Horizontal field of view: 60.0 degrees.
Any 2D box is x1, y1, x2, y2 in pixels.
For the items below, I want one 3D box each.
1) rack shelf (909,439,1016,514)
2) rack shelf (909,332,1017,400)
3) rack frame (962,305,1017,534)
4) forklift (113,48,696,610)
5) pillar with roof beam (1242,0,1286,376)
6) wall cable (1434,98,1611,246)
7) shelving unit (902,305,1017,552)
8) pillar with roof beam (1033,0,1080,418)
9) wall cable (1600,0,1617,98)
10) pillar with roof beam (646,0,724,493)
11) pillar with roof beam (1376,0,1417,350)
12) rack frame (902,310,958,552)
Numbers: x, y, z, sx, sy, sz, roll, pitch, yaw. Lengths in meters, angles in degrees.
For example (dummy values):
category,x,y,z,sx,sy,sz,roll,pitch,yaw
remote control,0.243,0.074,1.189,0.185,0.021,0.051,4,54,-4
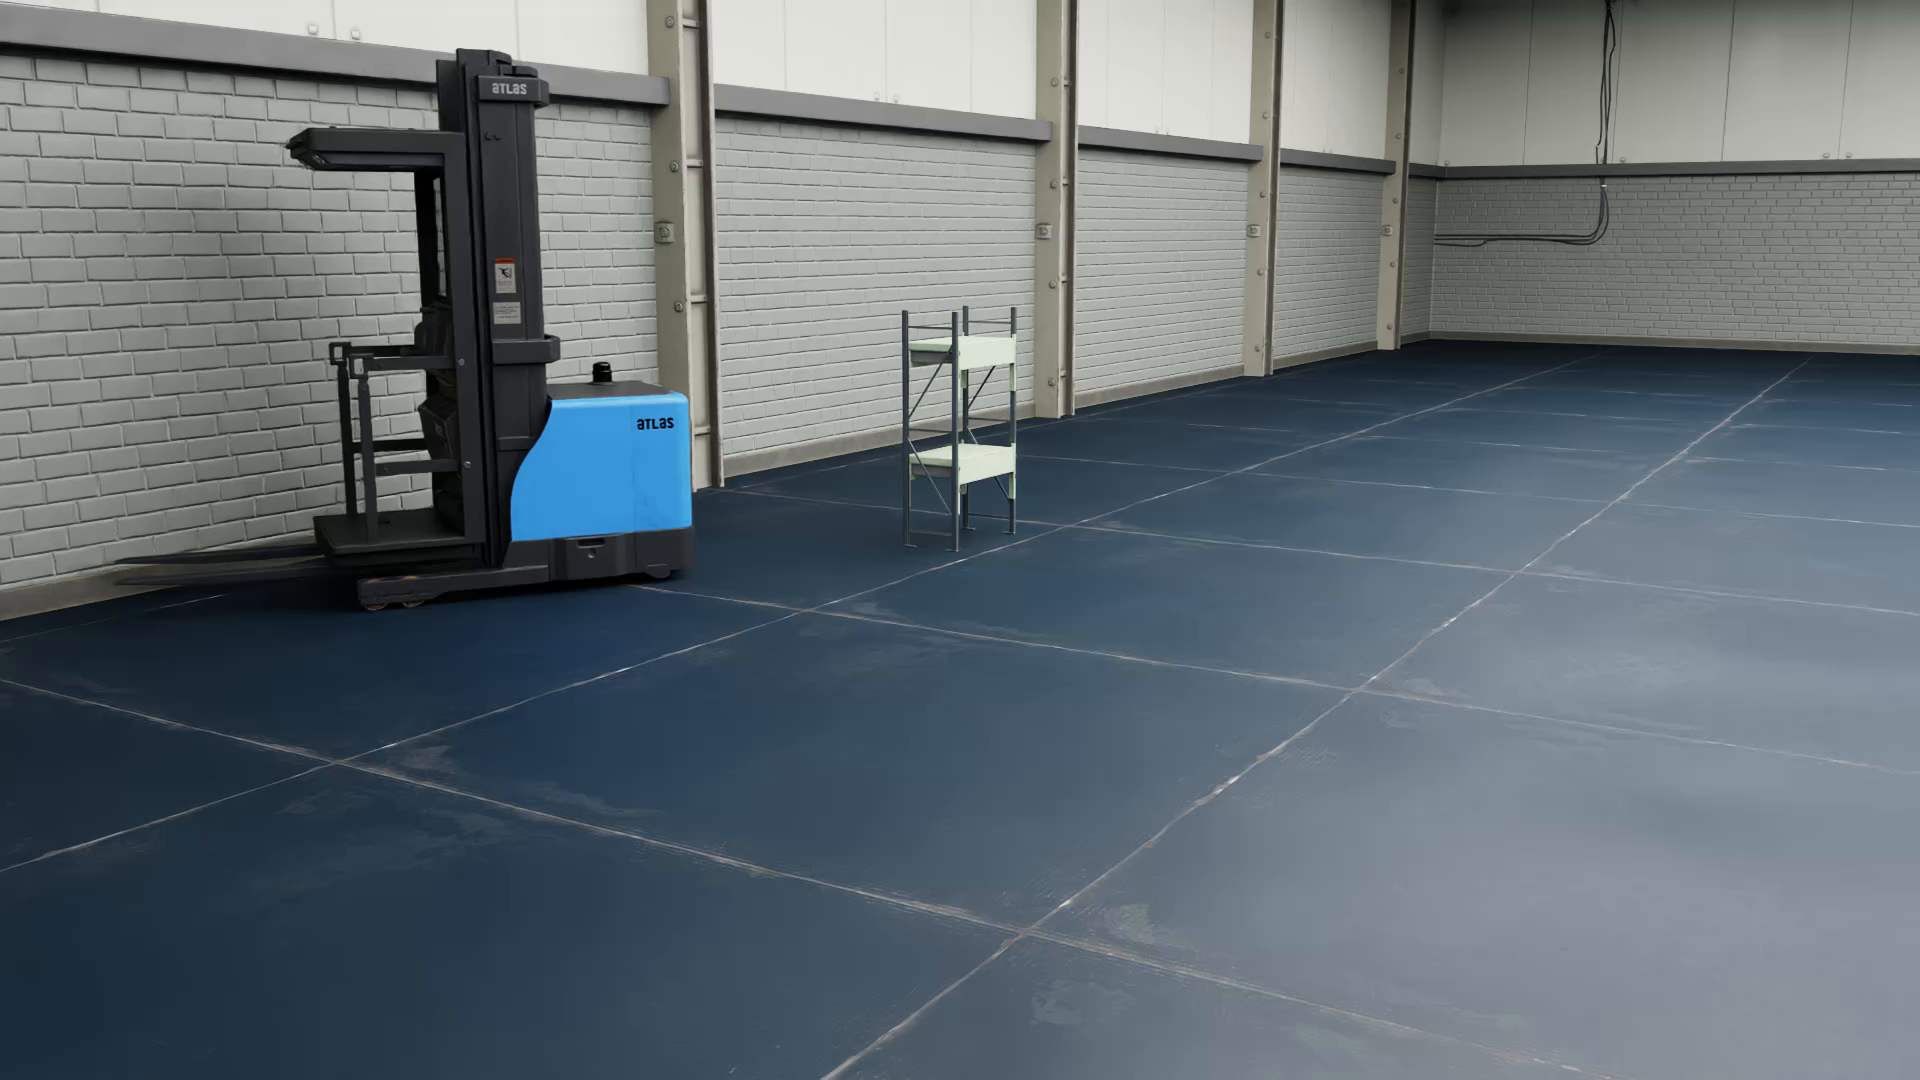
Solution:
category,x,y,z,sx,sy,sz,roll,pitch,yaw
rack shelf,0.003,-0.418,10.796,0.431,0.370,0.720,6,12,31
rack shelf,0.003,-1.122,10.664,0.431,0.370,0.720,6,12,31
rack frame,0.193,-0.796,11.044,0.400,1.500,0.023,6,12,31
forklift,-3.095,-1.176,9.184,3.031,2.935,1.130,-5,12,-26
pillar with roof beam,7.815,-6.310,20.122,9.100,9.000,0.400,6,12,31
wall cable,9.911,-6.476,29.445,3.097,2.526,0.112,6,12,31
shelving unit,0.003,-0.738,10.736,0.431,1.500,0.755,6,12,31
pillar with roof beam,4.700,-5.367,15.081,9.100,9.000,0.400,6,12,31
wall cable,12.223,-8.700,27.600,3.097,2.526,0.112,6,12,31
pillar with roof beam,1.585,-4.423,10.041,9.100,9.000,0.400,6,12,31
pillar with roof beam,10.930,-7.254,25.162,9.100,9.000,0.400,6,12,31
rack frame,-0.187,-0.681,10.429,0.400,1.500,0.023,6,12,31
